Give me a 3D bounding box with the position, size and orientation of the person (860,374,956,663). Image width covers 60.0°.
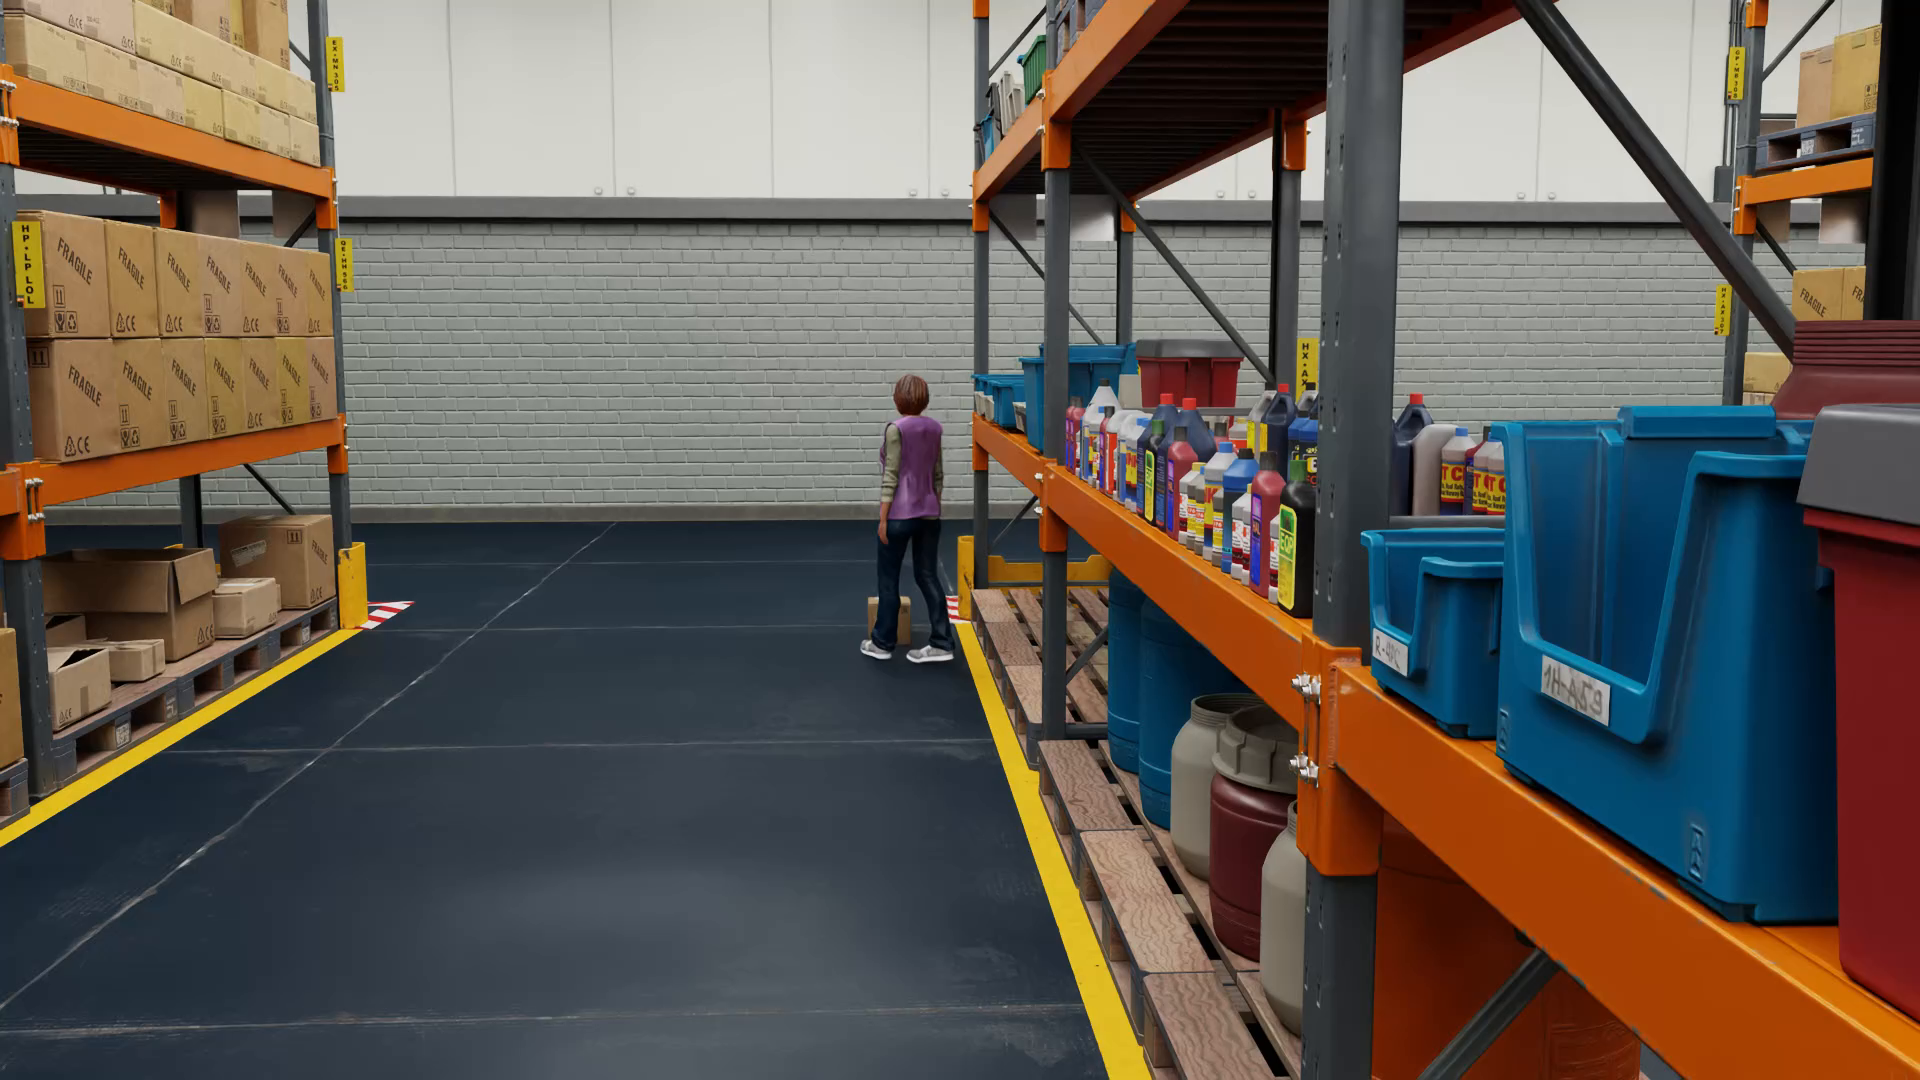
[{"bbox_3d":[-0.303,-0.122,9.202,0.417,1.589,0.605,-6,9,-39],"label":"person"}]
